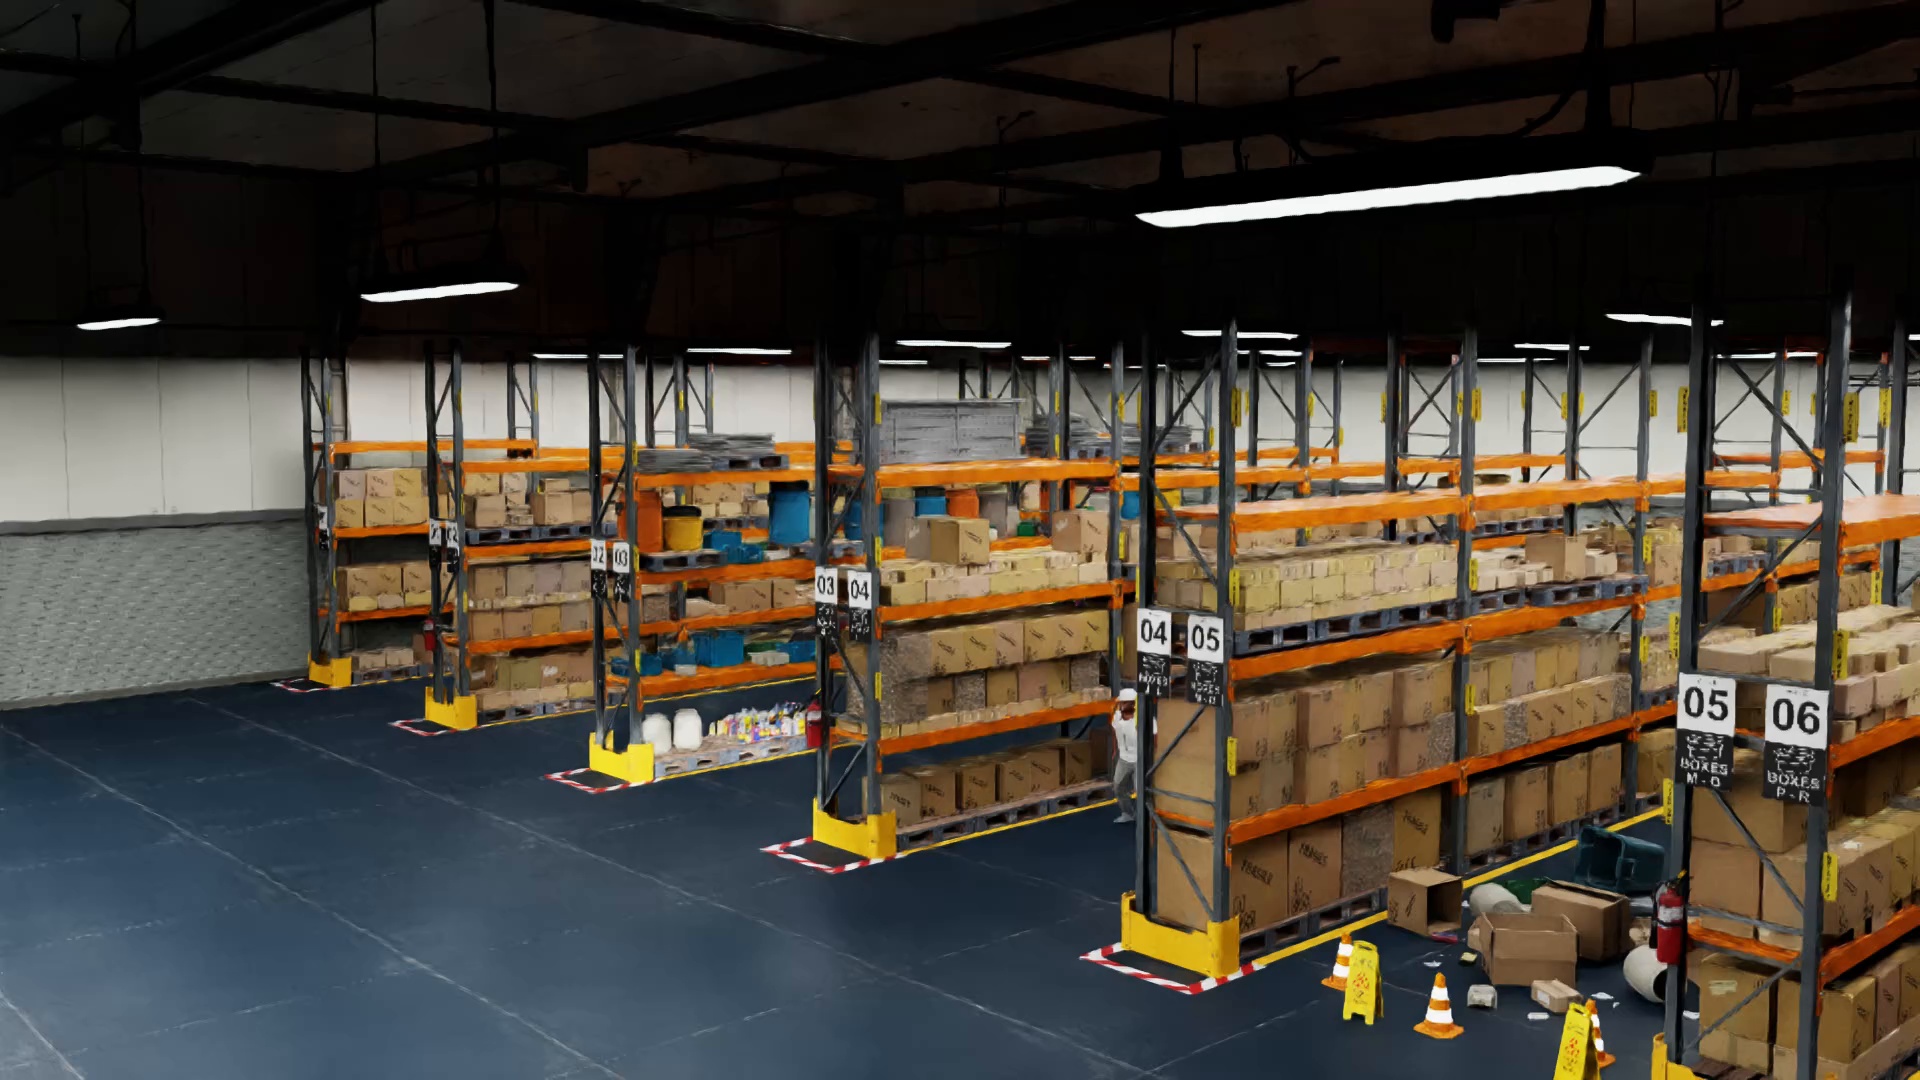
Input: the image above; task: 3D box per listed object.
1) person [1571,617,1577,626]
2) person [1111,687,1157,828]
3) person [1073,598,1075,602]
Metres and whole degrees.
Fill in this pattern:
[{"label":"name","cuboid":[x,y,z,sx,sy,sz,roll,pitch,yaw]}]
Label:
[{"label":"person","cuboid":[10.012,1.995,27.277,1.037,1.517,0.417,-4,7,-40]},{"label":"person","cuboid":[2.049,2.584,19.726,0.719,1.714,0.578,5,7,45]},{"label":"person","cuboid":[2.326,0.818,39.551,1.128,1.709,0.550,-5,7,-45]}]
